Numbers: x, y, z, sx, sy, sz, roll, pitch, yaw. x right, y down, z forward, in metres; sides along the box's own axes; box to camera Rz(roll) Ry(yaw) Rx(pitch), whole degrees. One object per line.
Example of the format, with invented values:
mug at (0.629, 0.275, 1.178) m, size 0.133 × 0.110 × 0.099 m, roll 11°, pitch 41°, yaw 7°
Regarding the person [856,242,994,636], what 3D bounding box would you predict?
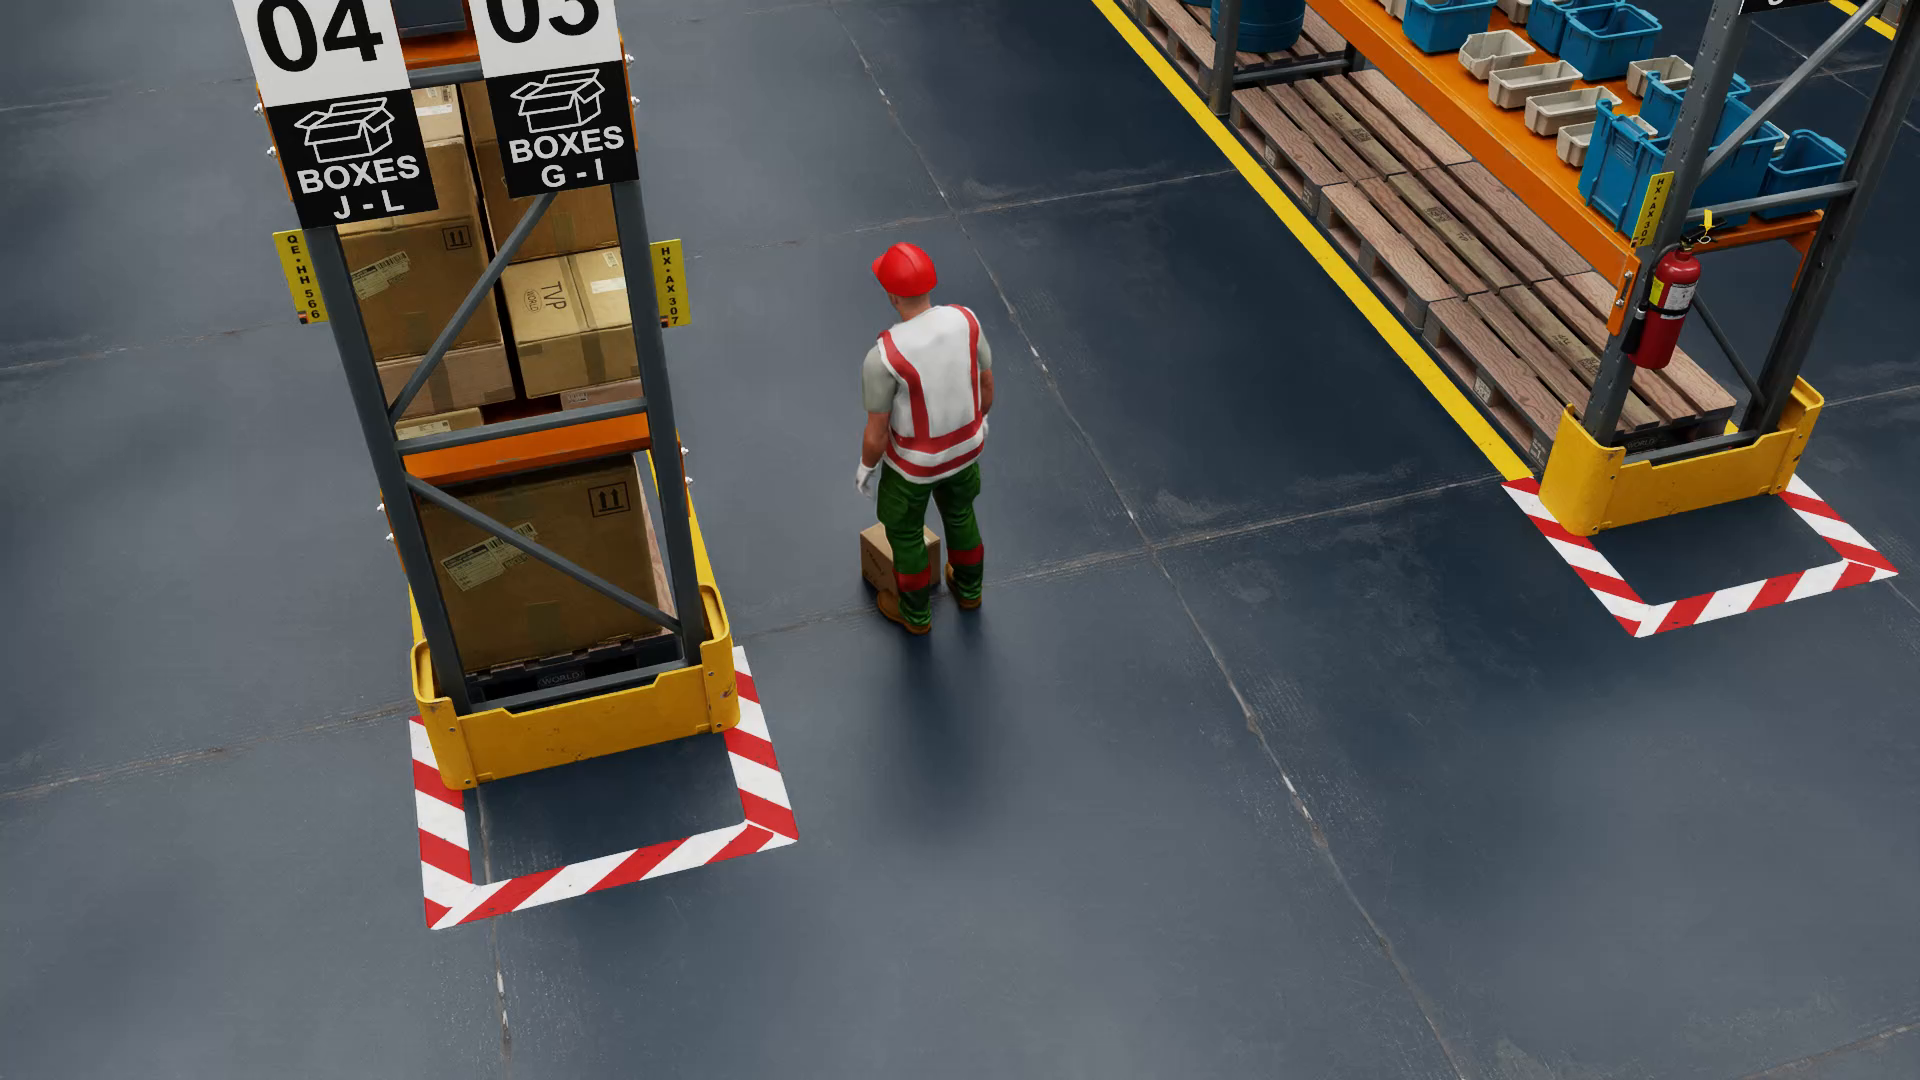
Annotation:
person at (-0.139, -0.368, 6.560) m, size 0.620 × 1.779 × 0.454 m, roll -24°, pitch 47°, yaw -24°
